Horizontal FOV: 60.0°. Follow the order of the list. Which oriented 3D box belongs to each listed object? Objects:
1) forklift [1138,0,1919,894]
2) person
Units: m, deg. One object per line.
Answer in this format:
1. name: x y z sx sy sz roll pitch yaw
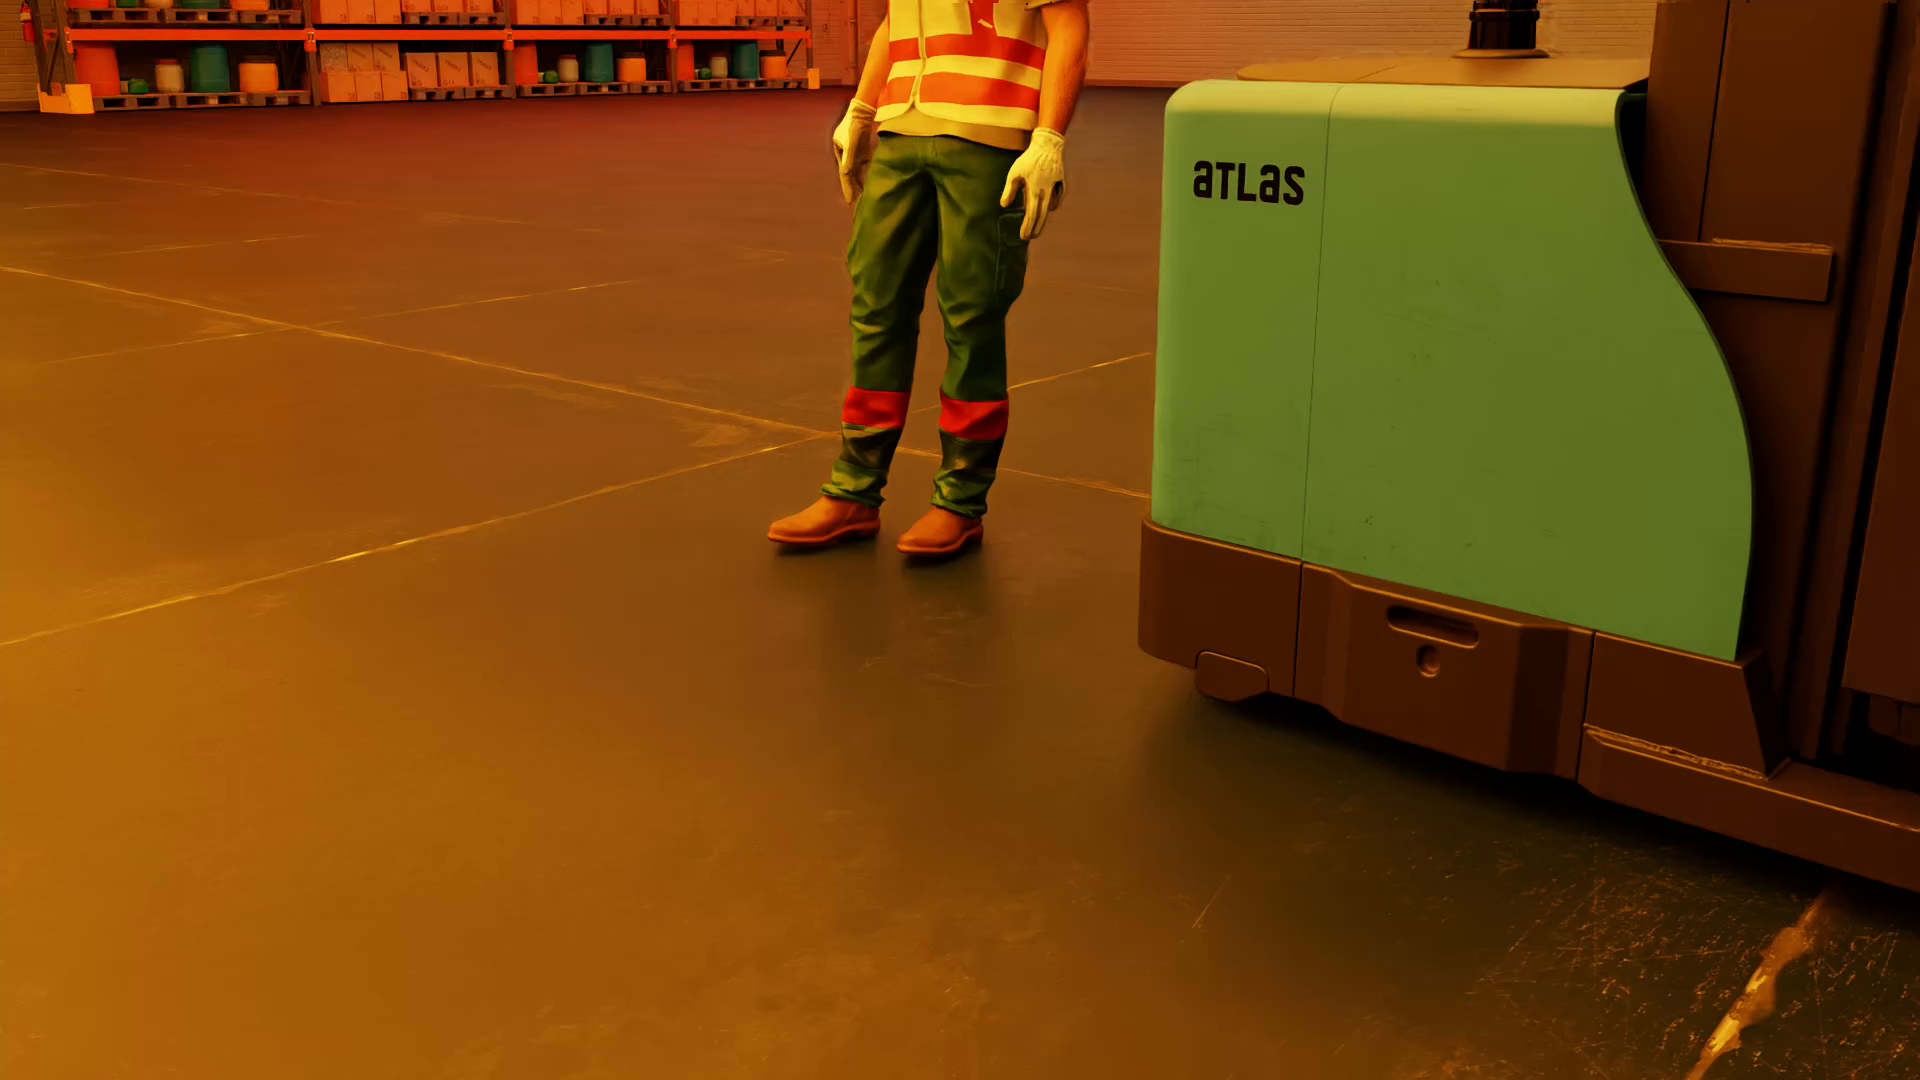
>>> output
1. forklift: 1.755 -0.955 2.042 3.031 2.935 1.130 15 22 40
2. person: -0.065 -0.843 3.619 0.643 1.789 0.564 15 22 40
